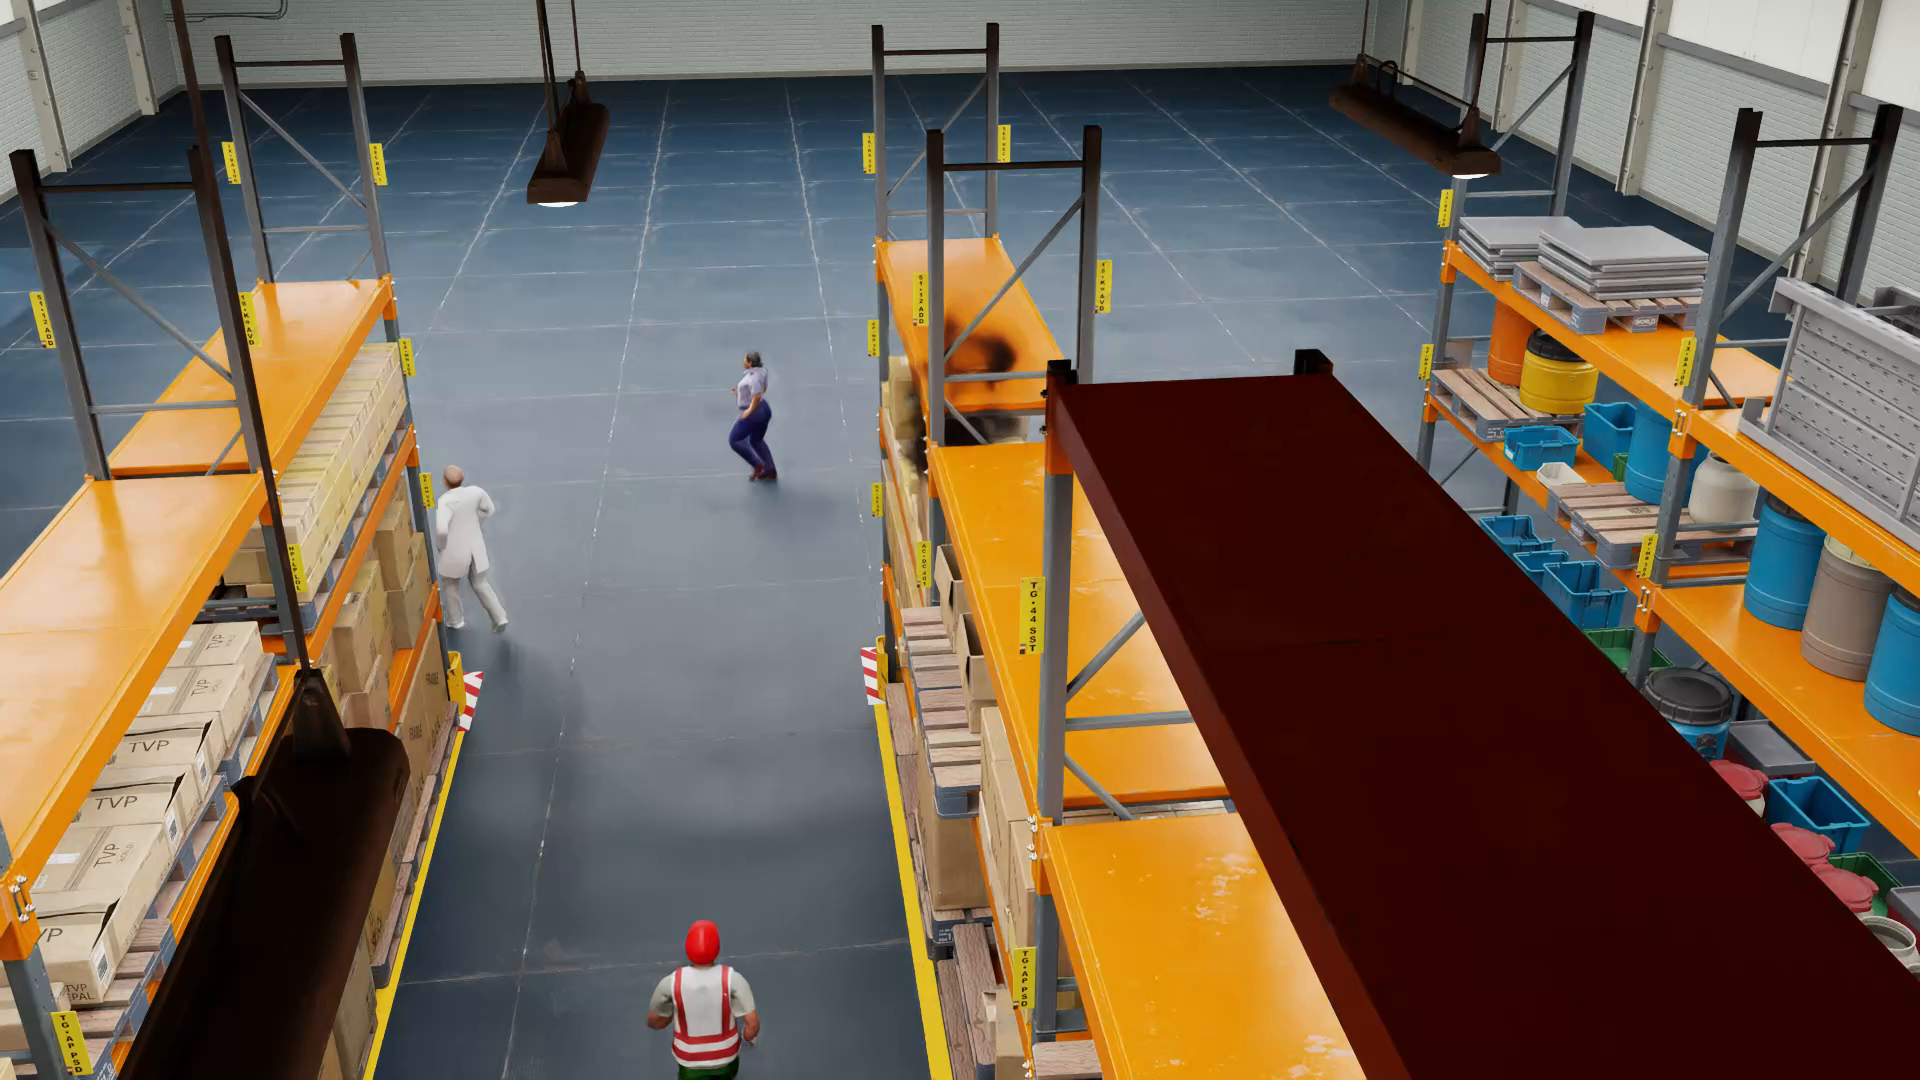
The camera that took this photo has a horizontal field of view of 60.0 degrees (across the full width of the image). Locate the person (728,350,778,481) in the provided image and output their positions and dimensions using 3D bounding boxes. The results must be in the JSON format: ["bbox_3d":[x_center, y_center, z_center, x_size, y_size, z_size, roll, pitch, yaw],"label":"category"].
[{"bbox_3d":[-2.498,-1.481,19.731,0.605,1.615,0.582,9,27,18],"label":"person"}]

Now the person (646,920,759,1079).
[{"bbox_3d":[-1.510,3.120,9.898,0.652,1.814,0.861,-5,26,-10],"label":"person"}]

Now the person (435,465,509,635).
[{"bbox_3d":[-4.835,0.110,16.177,0.914,1.802,0.738,17,31,32],"label":"person"}]
